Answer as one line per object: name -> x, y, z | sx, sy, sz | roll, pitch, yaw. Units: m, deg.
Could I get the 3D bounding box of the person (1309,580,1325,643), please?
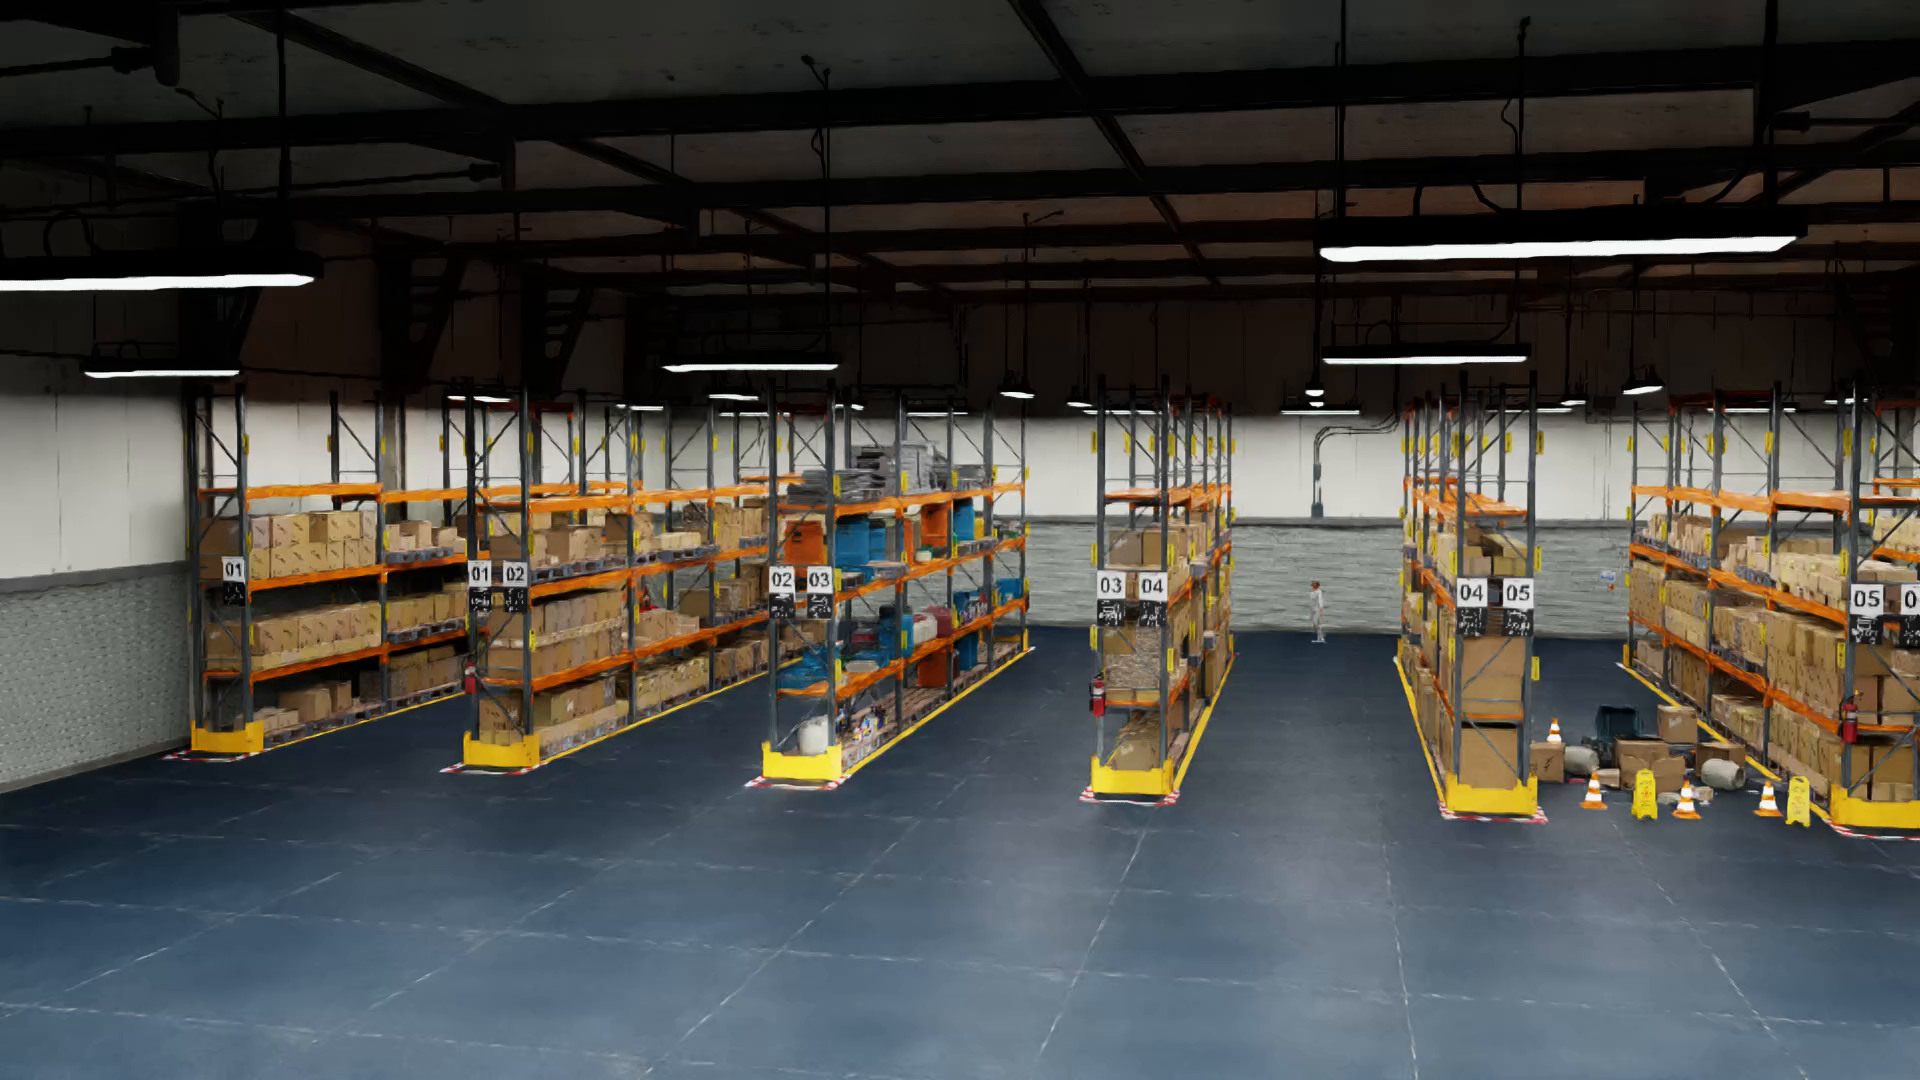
person -> 9.009, 1.807, 41.921 | 0.357, 1.579, 0.521 | -1, 3, -17

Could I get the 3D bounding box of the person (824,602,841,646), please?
person -> -2.952, 1.894, 38.611 | 0.416, 1.768, 0.684 | 0, 3, 3

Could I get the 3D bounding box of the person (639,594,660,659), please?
person -> -6.979, 2.033, 37.261 | 0.542, 1.645, 1.126 | 1, 3, 14

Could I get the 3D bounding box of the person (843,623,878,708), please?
person -> -1.841, 2.368, 31.577 | 0.483, 1.619, 0.999 | 1, 4, 22
